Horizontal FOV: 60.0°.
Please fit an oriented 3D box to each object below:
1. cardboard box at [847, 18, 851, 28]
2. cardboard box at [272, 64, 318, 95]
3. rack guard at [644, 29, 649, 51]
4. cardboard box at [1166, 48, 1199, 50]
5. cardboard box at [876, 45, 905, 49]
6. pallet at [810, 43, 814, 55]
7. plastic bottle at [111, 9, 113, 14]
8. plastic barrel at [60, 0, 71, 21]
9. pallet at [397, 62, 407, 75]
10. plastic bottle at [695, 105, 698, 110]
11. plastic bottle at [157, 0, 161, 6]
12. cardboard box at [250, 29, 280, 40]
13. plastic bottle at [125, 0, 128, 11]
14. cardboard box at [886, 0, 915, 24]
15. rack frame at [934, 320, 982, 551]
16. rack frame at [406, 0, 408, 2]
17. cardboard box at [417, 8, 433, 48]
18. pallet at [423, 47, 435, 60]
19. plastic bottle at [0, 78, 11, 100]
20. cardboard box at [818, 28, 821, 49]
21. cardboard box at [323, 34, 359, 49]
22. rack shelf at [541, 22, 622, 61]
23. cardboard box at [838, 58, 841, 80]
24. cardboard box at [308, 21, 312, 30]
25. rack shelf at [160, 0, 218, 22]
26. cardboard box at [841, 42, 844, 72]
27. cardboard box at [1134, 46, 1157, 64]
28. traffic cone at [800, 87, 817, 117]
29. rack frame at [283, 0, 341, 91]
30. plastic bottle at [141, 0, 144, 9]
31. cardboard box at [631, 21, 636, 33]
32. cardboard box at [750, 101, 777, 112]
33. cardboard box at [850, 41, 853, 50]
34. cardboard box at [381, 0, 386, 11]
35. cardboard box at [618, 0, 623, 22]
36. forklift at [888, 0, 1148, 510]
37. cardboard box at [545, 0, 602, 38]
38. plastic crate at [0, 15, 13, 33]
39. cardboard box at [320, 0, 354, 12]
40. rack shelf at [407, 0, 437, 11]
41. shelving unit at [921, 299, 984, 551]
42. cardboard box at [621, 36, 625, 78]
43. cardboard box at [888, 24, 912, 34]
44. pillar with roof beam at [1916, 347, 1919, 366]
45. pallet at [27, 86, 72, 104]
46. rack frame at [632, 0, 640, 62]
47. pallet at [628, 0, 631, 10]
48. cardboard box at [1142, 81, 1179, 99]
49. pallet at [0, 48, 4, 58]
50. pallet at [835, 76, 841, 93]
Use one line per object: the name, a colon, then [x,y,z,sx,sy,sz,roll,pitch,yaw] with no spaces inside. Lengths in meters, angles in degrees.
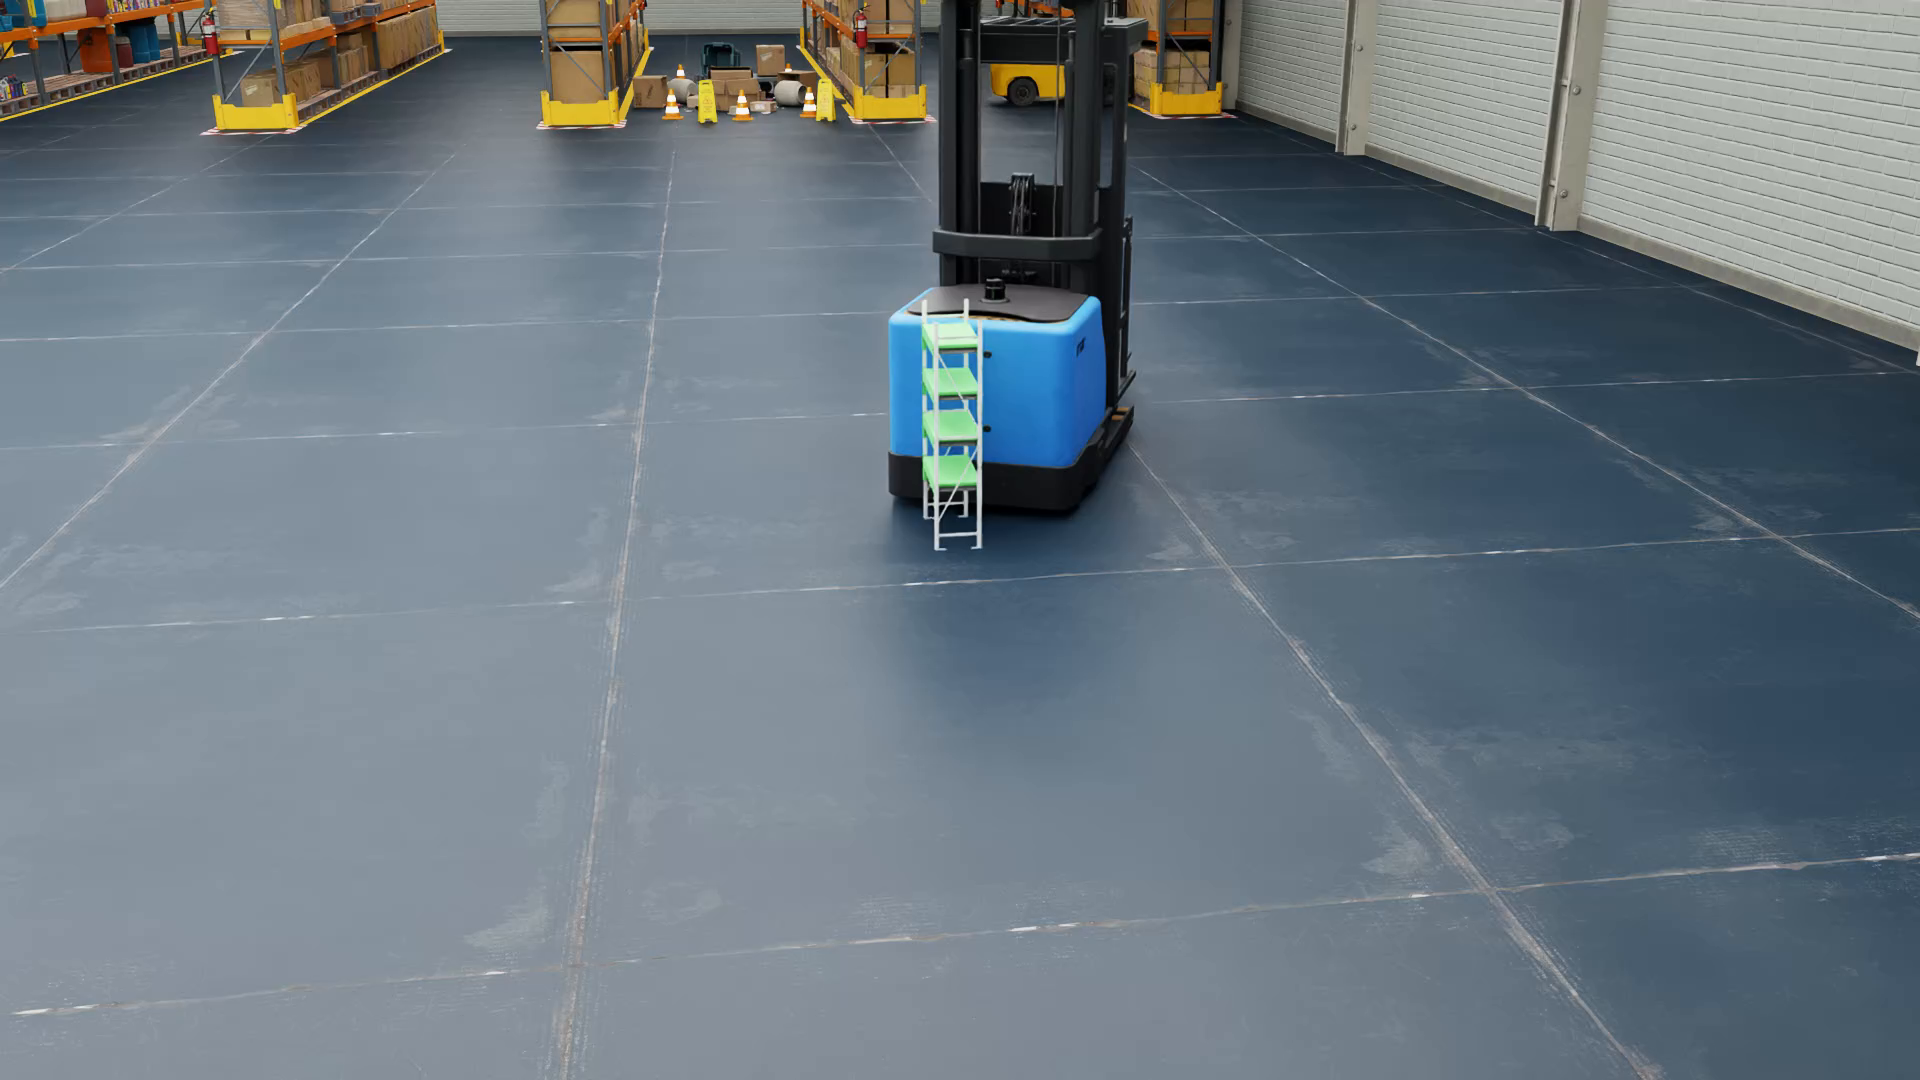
cardboard box: [-1.744,-8.935,28.711,0.380,0.149,0.250,-3,21,-8]
cardboard box: [-11.409,-7.895,28.538,0.500,0.500,0.500,4,21,9]
rack guard: [-8.314,-12.380,41.148,1.175,0.500,0.348,-3,21,-8]
cardboard box: [3.819,-8.300,28.551,0.500,0.250,0.500,-3,21,-8]
cardboard box: [-1.211,-8.423,29.239,0.500,0.500,0.500,-2,21,-5]
pallet: [-3.076,-11.861,40.172,1.003,0.211,1.213,-3,21,-8]
plastic bottle: [-16.728,-10.490,32.698,0.097,0.271,0.097,0,20,0]
plastic barrel: [-16.508,-9.767,30.386,0.433,0.535,0.433,0,20,0]
pallet: [-12.306,-9.984,35.146,1.003,0.211,1.213,-3,21,-8]
plastic bottle: [-4.441,-7.390,28.415,0.133,0.061,0.283,-11,23,-26]
plastic bottle: [-17.195,-11.549,35.528,0.152,0.276,0.135,-3,21,-8]
cardboard box: [-10.746,-7.815,25.713,0.380,0.149,0.250,-3,21,-8]
plastic bottle: [-16.861,-10.810,33.555,0.097,0.271,0.097,0,20,0]
cardboard box: [-0.928,-8.686,27.118,0.500,0.500,0.500,-3,21,-9]
rack frame: [-0.009,-0.512,8.373,0.240,1.200,0.015,-3,21,-7]
rack frame: [-12.671,-11.977,36.497,1.000,3.000,0.127,-3,21,-8]
cardboard box: [-12.945,-12.031,39.077,0.875,0.875,0.875,-3,21,-8]
pallet: [-12.882,-11.361,38.834,1.003,0.211,1.213,-3,21,-8]
plastic bottle: [-15.967,-7.536,27.763,0.144,0.351,0.185,-3,21,-8]
cardboard box: [-2.849,-11.696,38.806,0.875,0.438,0.875,-3,21,-9]
cardboard box: [-11.881,-9.565,31.911,0.500,0.250,0.500,-1,20,-2]
rack shelf: [-6.307,-8.393,27.929,1.077,0.370,4.000,-3,21,-8]
cardboard box: [-1.789,-8.854,31.291,0.950,0.372,0.625,-3,21,-7]
cardboard box: [-11.065,-8.595,27.800,0.380,0.149,0.250,-3,21,-8]
rack shelf: [-17.860,-12.083,37.808,1.077,0.370,4.000,-3,21,-8]
cardboard box: [-1.893,-8.749,30.112,0.500,0.500,0.500,-2,21,-5]
cardboard box: [3.240,-8.445,28.941,0.500,0.250,0.500,-3,21,-7]
traffic cone: [-2.473,-7.218,27.379,0.336,0.463,0.334,-3,21,-8]
rack frame: [-11.518,-9.207,29.081,1.000,3.000,0.127,-3,21,-8]
plastic bottle: [-17.007,-11.128,34.506,0.097,0.201,0.097,0,20,0]
cardboard box: [-7.330,-11.146,36.171,0.500,0.250,0.500,-2,21,-5]
cardboard box: [-3.322,-7.338,28.151,0.380,0.149,0.250,8,22,20]
cardboard box: [-1.661,-8.361,28.146,0.380,0.149,0.250,-3,21,-7]
cardboard box: [-11.972,-10.999,33.736,0.500,0.500,0.500,-3,21,-9]
cardboard box: [-6.404,-9.665,30.163,0.500,0.500,0.500,-3,21,-7]
forklift: [0.479,-2.015,9.923,1.130,2.935,3.031,5,21,14]
cardboard box: [-6.117,-8.234,26.260,0.875,0.550,0.550,-3,21,-8]
plastic crate: [-15.991,-8.518,27.449,0.499,0.251,0.616,-3,21,-8]
cardboard box: [-11.494,-9.967,29.658,1.000,1.000,1.000,-3,21,-7]
rack shelf: [-12.959,-12.333,38.477,1.077,0.370,4.000,-3,21,-8]
shelving unit: [-0.043,-0.597,8.599,0.258,1.200,0.503,-3,21,-7]
cardboard box: [-6.909,-9.110,31.435,1.050,0.750,0.750,-3,21,-8]
cardboard box: [-0.979,-8.333,27.098,0.380,0.149,0.250,-3,21,-8]
pillar with roof beam: [2.903,-5.221,9.835,9.100,9.000,0.400,-3,21,-8]
pallet: [-16.570,-7.921,29.623,1.003,0.211,1.213,-3,21,-8]
rack frame: [-7.748,-12.192,37.073,1.000,3.000,0.127,-3,21,-8]
pallet: [-7.380,-10.959,34.045,1.213,0.211,1.003,-3,21,-8]
cardboard box: [3.396,-7.629,28.185,0.500,0.250,0.500,-3,21,-7]
pallet: [-22.924,-11.255,38.549,1.003,0.211,1.213,-3,21,-8]
pallet: [-1.825,-8.670,31.628,1.003,0.211,1.213,-3,21,-8]
